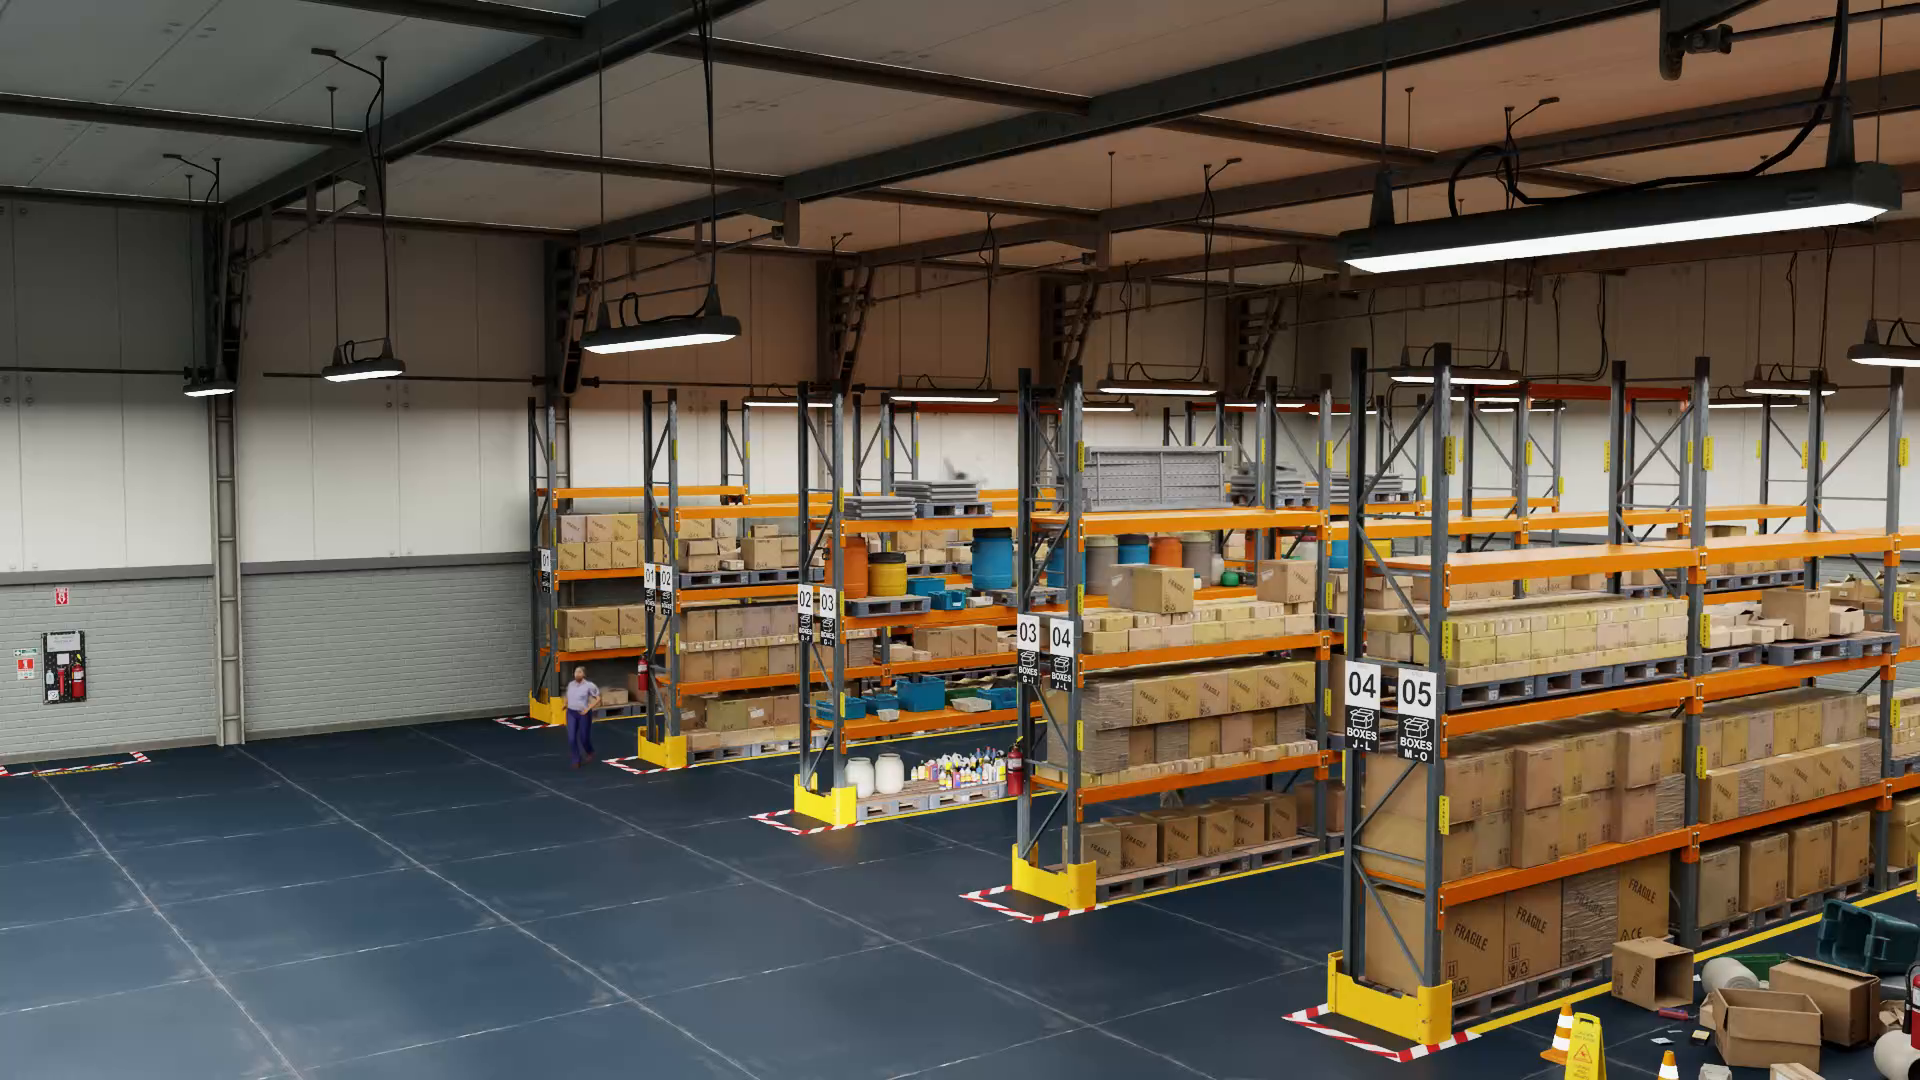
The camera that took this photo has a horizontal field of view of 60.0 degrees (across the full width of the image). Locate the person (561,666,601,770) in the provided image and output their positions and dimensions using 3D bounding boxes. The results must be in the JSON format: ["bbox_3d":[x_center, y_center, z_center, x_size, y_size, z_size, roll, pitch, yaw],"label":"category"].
[{"bbox_3d":[-6.033,2.825,26.446,0.633,1.639,0.565,0,3,5],"label":"person"}]

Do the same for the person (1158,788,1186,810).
[{"bbox_3d":[2.909,2.905,22.950,0.682,1.807,0.883,3,5,43],"label":"person"}]

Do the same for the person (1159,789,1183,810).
[{"bbox_3d":[2.742,2.982,21.697,0.750,1.825,0.670,-3,4,-40],"label":"person"}]
